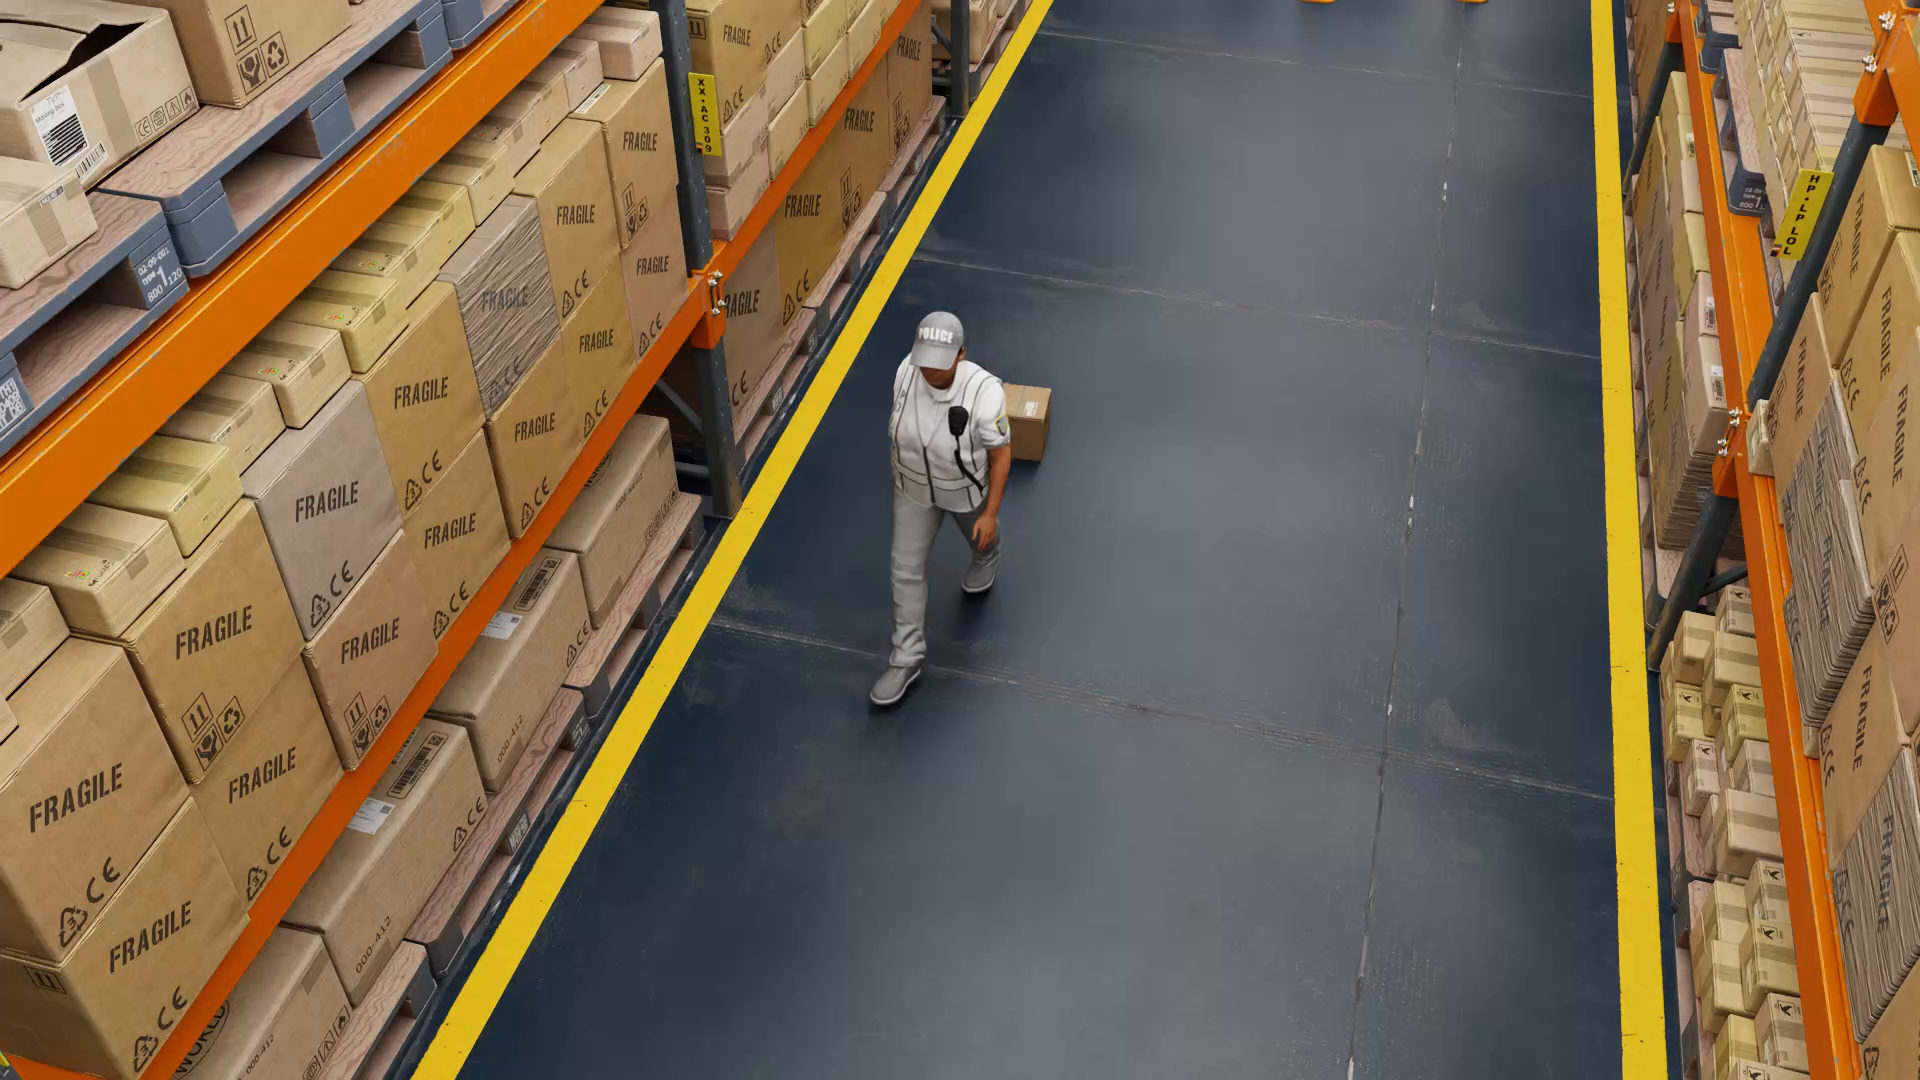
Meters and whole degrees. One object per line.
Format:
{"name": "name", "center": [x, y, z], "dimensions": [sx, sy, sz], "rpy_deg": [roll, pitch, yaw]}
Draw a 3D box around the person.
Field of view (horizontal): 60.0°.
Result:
{"name": "person", "center": [-0.044, -0.206, 6.398], "dimensions": [0.499, 1.595, 1.029], "rpy_deg": [11, 42, 12]}
